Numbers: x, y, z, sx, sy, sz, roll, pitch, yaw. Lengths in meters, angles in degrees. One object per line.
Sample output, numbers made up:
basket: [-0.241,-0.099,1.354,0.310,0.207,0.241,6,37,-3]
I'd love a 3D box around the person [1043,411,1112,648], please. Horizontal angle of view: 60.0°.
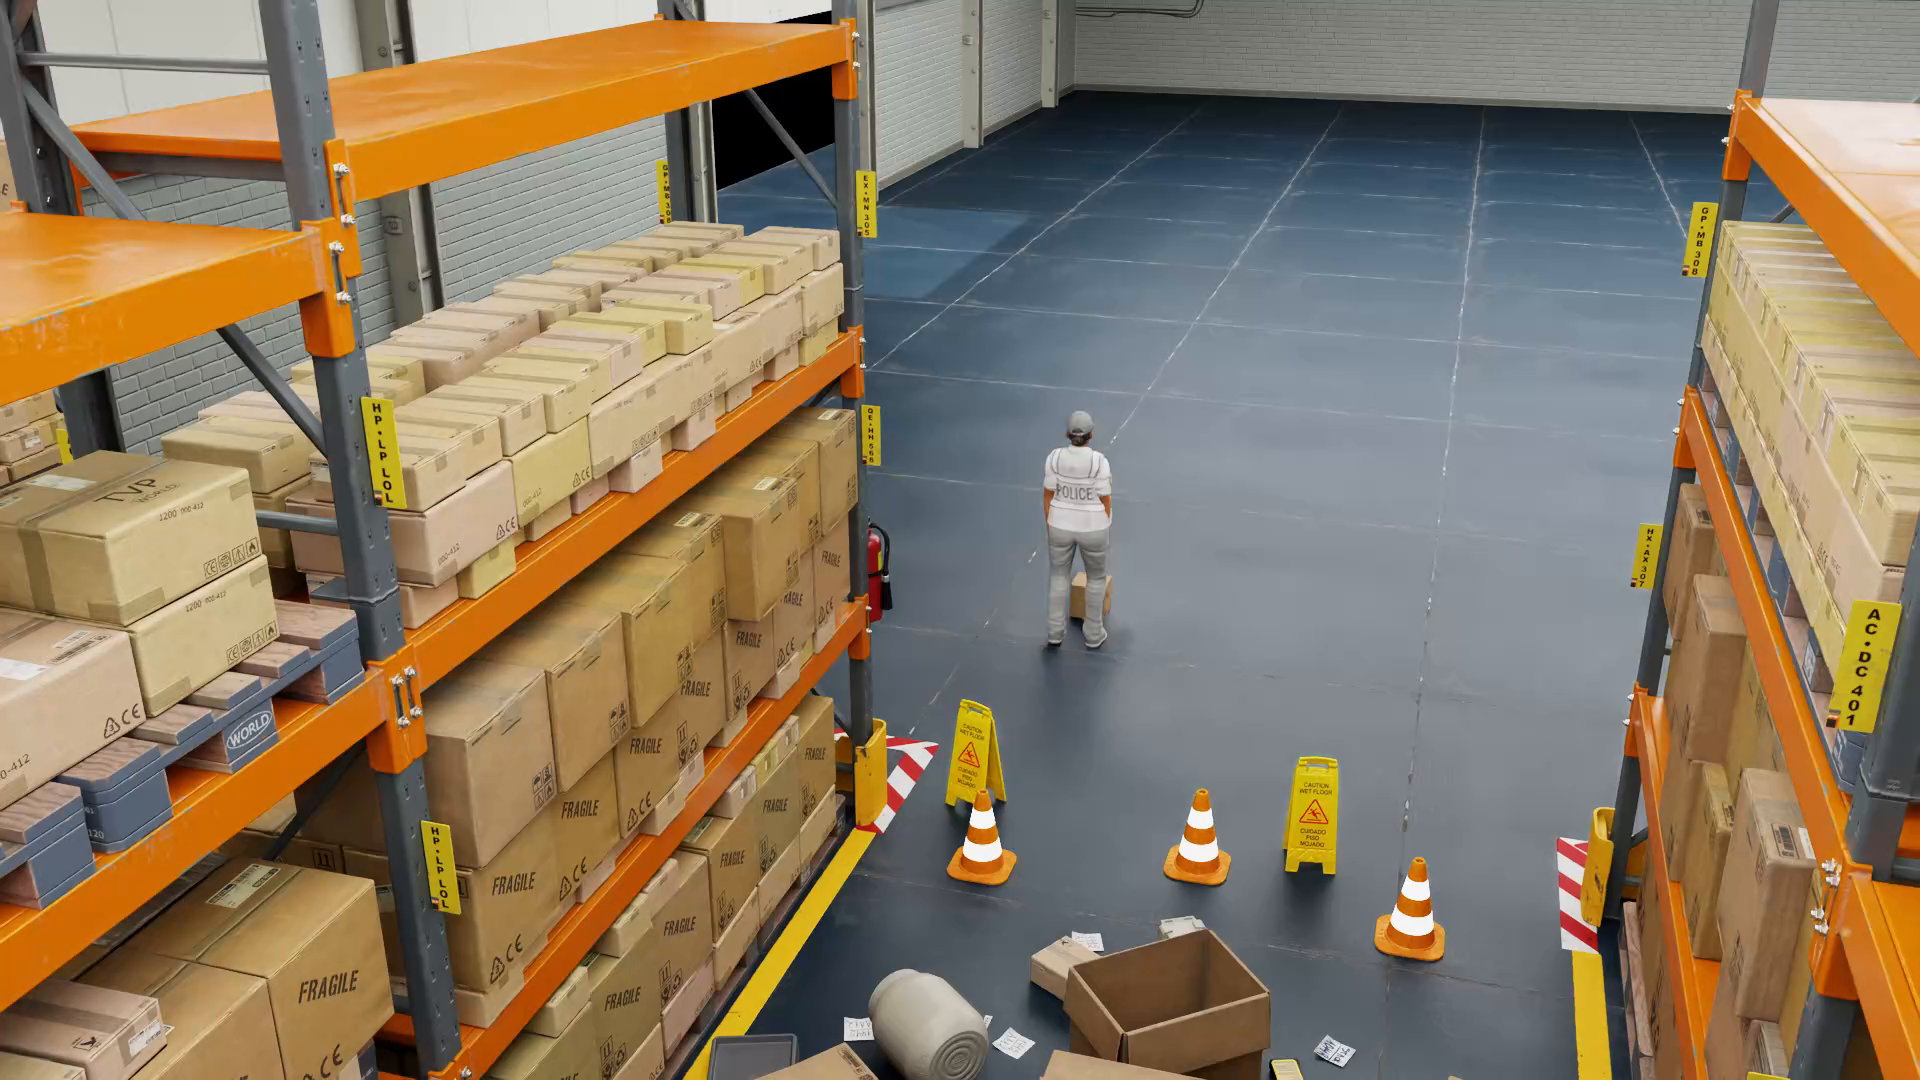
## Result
person: [0.797,-0.073,11.296,0.467,1.672,0.390,7,23,17]
